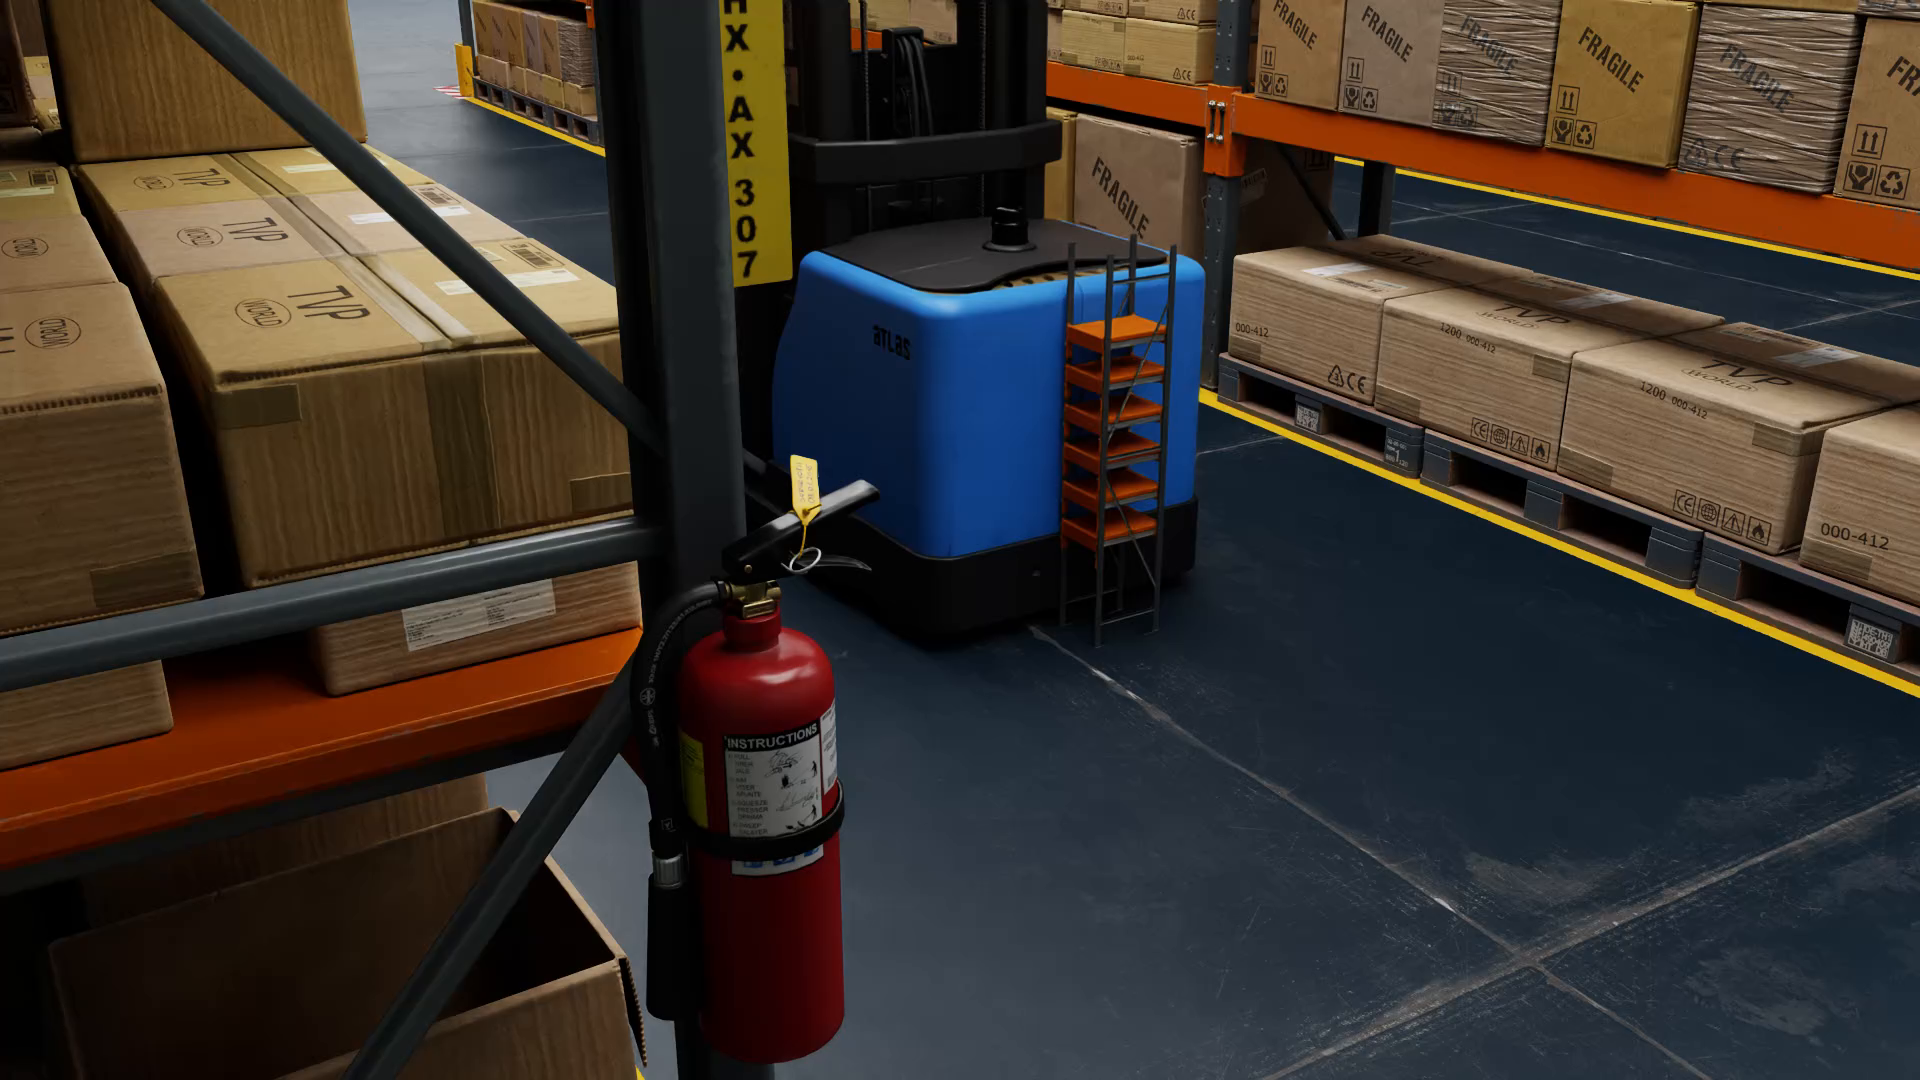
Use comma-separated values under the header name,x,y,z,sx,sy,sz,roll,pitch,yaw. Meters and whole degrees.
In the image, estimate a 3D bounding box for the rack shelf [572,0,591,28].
name,x,y,z,sx,sy,sz,roll,pitch,yaw
rack shelf,-3.578,-5.074,15.266,1.077,0.370,4.000,-13,25,-28

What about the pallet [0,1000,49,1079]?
name,x,y,z,sx,sy,sz,roll,pitch,yaw
pallet,-1.139,1.090,2.849,1.003,0.211,1.213,-13,25,-28

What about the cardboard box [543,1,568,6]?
name,x,y,z,sx,sy,sz,roll,pitch,yaw
cardboard box,-3.697,-4.945,16.093,0.500,0.500,0.500,-12,25,-26

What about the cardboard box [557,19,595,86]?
name,x,y,z,sx,sy,sz,roll,pitch,yaw
cardboard box,-3.089,-4.168,14.180,0.500,0.500,0.500,-13,25,-29

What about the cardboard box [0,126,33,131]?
name,x,y,z,sx,sy,sz,roll,pitch,yaw
cardboard box,-2.190,-0.742,3.457,0.500,0.250,0.500,-12,25,-27

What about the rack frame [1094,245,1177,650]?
name,x,y,z,sx,sy,sz,roll,pitch,yaw
rack frame,0.505,-0.249,4.830,0.240,1.200,0.006,-13,26,-29

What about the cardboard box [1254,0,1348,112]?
name,x,y,z,sx,sy,sz,roll,pitch,yaw
cardboard box,1.545,-2.014,6.650,0.500,0.500,0.500,-12,25,-27

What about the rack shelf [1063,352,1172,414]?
name,x,y,z,sx,sy,sz,roll,pitch,yaw
rack shelf,0.457,-0.459,4.828,0.258,0.103,0.180,-13,26,-29

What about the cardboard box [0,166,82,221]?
name,x,y,z,sx,sy,sz,roll,pitch,yaw
cardboard box,-1.666,-0.414,2.650,0.500,0.250,0.500,-12,25,-27

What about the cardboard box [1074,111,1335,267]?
name,x,y,z,sx,sy,sz,roll,pitch,yaw
cardboard box,1.145,-1.566,7.944,0.875,0.875,0.875,-12,25,-27

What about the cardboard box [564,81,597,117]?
name,x,y,z,sx,sy,sz,roll,pitch,yaw
cardboard box,-3.089,-3.820,14.320,0.500,0.250,0.500,-11,25,-26

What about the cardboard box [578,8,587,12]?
name,x,y,z,sx,sy,sz,roll,pitch,yaw
cardboard box,-3.173,-4.610,15.268,0.500,0.500,0.500,-11,25,-25

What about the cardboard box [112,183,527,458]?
name,x,y,z,sx,sy,sz,roll,pitch,yaw
cardboard box,-0.950,-0.349,2.492,0.500,0.250,0.500,-12,25,-28

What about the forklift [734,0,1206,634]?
name,x,y,z,sx,sy,sz,roll,pitch,yaw
forklift,-0.436,-1.586,5.820,1.130,2.935,3.031,-13,26,-29

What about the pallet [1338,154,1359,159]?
name,x,y,z,sx,sy,sz,roll,pitch,yaw
pallet,3.353,-3.428,13.964,1.003,0.211,1.213,-13,25,-28

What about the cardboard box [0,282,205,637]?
name,x,y,z,sx,sy,sz,roll,pitch,yaw
cardboard box,-1.155,-0.085,1.842,0.500,0.250,0.500,-12,25,-27

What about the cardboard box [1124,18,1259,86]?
name,x,y,z,sx,sy,sz,roll,pitch,yaw
cardboard box,1.084,-2.197,7.433,0.500,0.250,0.500,-13,26,-29

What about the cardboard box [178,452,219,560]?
name,x,y,z,sx,sy,sz,roll,pitch,yaw
cardboard box,-0.958,-0.114,2.442,0.380,0.149,0.250,-13,25,-29

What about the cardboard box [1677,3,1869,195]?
name,x,y,z,sx,sy,sz,roll,pitch,yaw
cardboard box,2.585,-1.357,5.033,0.500,0.500,0.500,-12,25,-27

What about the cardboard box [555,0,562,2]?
name,x,y,z,sx,sy,sz,roll,pitch,yaw
cardboard box,-3.721,-5.308,16.124,0.380,0.149,0.250,-12,25,-27

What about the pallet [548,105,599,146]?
name,x,y,z,sx,sy,sz,roll,pitch,yaw
pallet,-2.930,-3.679,14.581,1.003,0.211,1.213,-13,25,-28

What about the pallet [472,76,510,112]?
name,x,y,z,sx,sy,sz,roll,pitch,yaw
pallet,-4.176,-4.468,16.525,1.003,0.211,1.213,-13,25,-28

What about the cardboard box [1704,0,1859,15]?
name,x,y,z,sx,sy,sz,roll,pitch,yaw
cardboard box,2.580,-1.819,4.843,0.500,0.500,0.500,-13,25,-29

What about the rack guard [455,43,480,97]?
name,x,y,z,sx,sy,sz,roll,pitch,yaw
rack guard,-4.561,-4.872,17.134,1.175,0.500,0.348,-13,25,-28

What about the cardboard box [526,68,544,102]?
name,x,y,z,sx,sy,sz,roll,pitch,yaw
cardboard box,-3.626,-4.156,15.147,0.500,0.250,0.500,-12,25,-27

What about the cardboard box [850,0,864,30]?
name,x,y,z,sx,sy,sz,roll,pitch,yaw
cardboard box,-0.479,-3.189,9.872,0.500,0.250,0.500,-13,26,-29

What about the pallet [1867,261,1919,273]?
name,x,y,z,sx,sy,sz,roll,pitch,yaw
pallet,6.108,-1.652,9.597,1.003,0.211,1.213,-13,25,-28

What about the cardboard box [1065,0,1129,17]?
name,x,y,z,sx,sy,sz,roll,pitch,yaw
cardboard box,0.834,-2.588,7.731,0.500,0.250,0.500,-12,25,-27

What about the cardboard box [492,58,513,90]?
name,x,y,z,sx,sy,sz,roll,pitch,yaw
cardboard box,-4.171,-4.494,15.979,0.500,0.250,0.500,-12,25,-26

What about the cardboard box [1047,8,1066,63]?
name,x,y,z,sx,sy,sz,roll,pitch,yaw
cardboard box,0.584,-2.529,8.250,0.500,0.250,0.500,-13,26,-30

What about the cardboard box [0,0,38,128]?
name,x,y,z,sx,sy,sz,roll,pitch,yaw
cardboard box,-2.203,-1.097,3.334,0.500,0.500,0.500,-13,26,-30

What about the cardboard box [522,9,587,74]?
name,x,y,z,sx,sy,sz,roll,pitch,yaw
cardboard box,-3.612,-4.497,14.990,0.500,0.500,0.500,-11,25,-25

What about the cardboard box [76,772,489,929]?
name,x,y,z,sx,sy,sz,roll,pitch,yaw
cardboard box,-1.326,0.544,3.252,0.700,0.500,0.500,-11,25,-26

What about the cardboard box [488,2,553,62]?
name,x,y,z,sx,sy,sz,roll,pitch,yaw
cardboard box,-4.142,-4.832,15.815,0.500,0.500,0.500,-14,26,-30

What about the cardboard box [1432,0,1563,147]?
name,x,y,z,sx,sy,sz,roll,pitch,yaw
cardboard box,2.047,-1.688,5.848,0.500,0.500,0.500,-12,25,-28

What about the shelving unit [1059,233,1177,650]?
name,x,y,z,sx,sy,sz,roll,pitch,yaw
shelving unit,0.457,-0.278,4.902,0.258,1.200,0.189,-13,26,-29

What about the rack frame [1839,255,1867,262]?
name,x,y,z,sx,sy,sz,roll,pitch,yaw
rack frame,5.734,-3.155,9.590,1.000,3.000,0.127,-13,25,-28

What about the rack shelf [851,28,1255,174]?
name,x,y,z,sx,sy,sz,roll,pitch,yaw
rack shelf,0.509,-2.484,8.895,1.077,0.370,4.000,-13,25,-28

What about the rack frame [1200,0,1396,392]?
name,x,y,z,sx,sy,sz,roll,pitch,yaw
rack frame,1.530,-2.170,7.167,1.000,3.000,0.127,-13,25,-28

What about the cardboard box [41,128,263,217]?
name,x,y,z,sx,sy,sz,roll,pitch,yaw
cardboard box,-1.491,-0.674,3.291,0.500,0.250,0.500,-13,26,-30

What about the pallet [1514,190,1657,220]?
name,x,y,z,sx,sy,sz,roll,pitch,yaw
pallet,4.708,-2.510,11.707,1.003,0.211,1.213,-13,25,-28

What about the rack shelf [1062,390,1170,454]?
name,x,y,z,sx,sy,sz,roll,pitch,yaw
rack shelf,0.457,-0.348,4.873,0.258,0.103,0.180,-13,26,-29

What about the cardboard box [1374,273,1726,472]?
name,x,y,z,sx,sy,sz,roll,pitch,yaw
cardboard box,2.216,-0.664,6.307,0.875,0.438,0.875,-13,26,-30

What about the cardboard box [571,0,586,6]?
name,x,y,z,sx,sy,sz,roll,pitch,yaw
cardboard box,-3.462,-5.141,15.711,0.380,0.149,0.250,-11,25,-26

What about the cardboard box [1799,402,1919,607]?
name,x,y,z,sx,sy,sz,roll,pitch,yaw
cardboard box,3.150,-0.077,4.863,0.875,0.438,0.875,-14,26,-30

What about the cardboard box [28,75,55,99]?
name,x,y,z,sx,sy,sz,roll,pitch,yaw
cardboard box,-1.997,-1.005,4.105,0.500,0.250,0.500,-13,25,-28

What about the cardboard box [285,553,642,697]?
name,x,y,z,sx,sy,sz,roll,pitch,yaw
cardboard box,-0.624,0.038,2.068,0.380,0.149,0.250,-13,25,-29

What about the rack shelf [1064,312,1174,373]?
name,x,y,z,sx,sy,sz,roll,pitch,yaw
rack shelf,0.457,-0.570,4.783,0.258,0.103,0.180,-13,26,-29

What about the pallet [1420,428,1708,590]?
name,x,y,z,sx,sy,sz,roll,pitch,yaw
pallet,2.479,-0.222,6.077,1.003,0.211,1.213,-13,25,-28

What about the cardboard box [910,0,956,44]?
name,x,y,z,sx,sy,sz,roll,pitch,yaw
cardboard box,0.061,-2.855,9.051,0.500,0.250,0.500,-12,25,-27
